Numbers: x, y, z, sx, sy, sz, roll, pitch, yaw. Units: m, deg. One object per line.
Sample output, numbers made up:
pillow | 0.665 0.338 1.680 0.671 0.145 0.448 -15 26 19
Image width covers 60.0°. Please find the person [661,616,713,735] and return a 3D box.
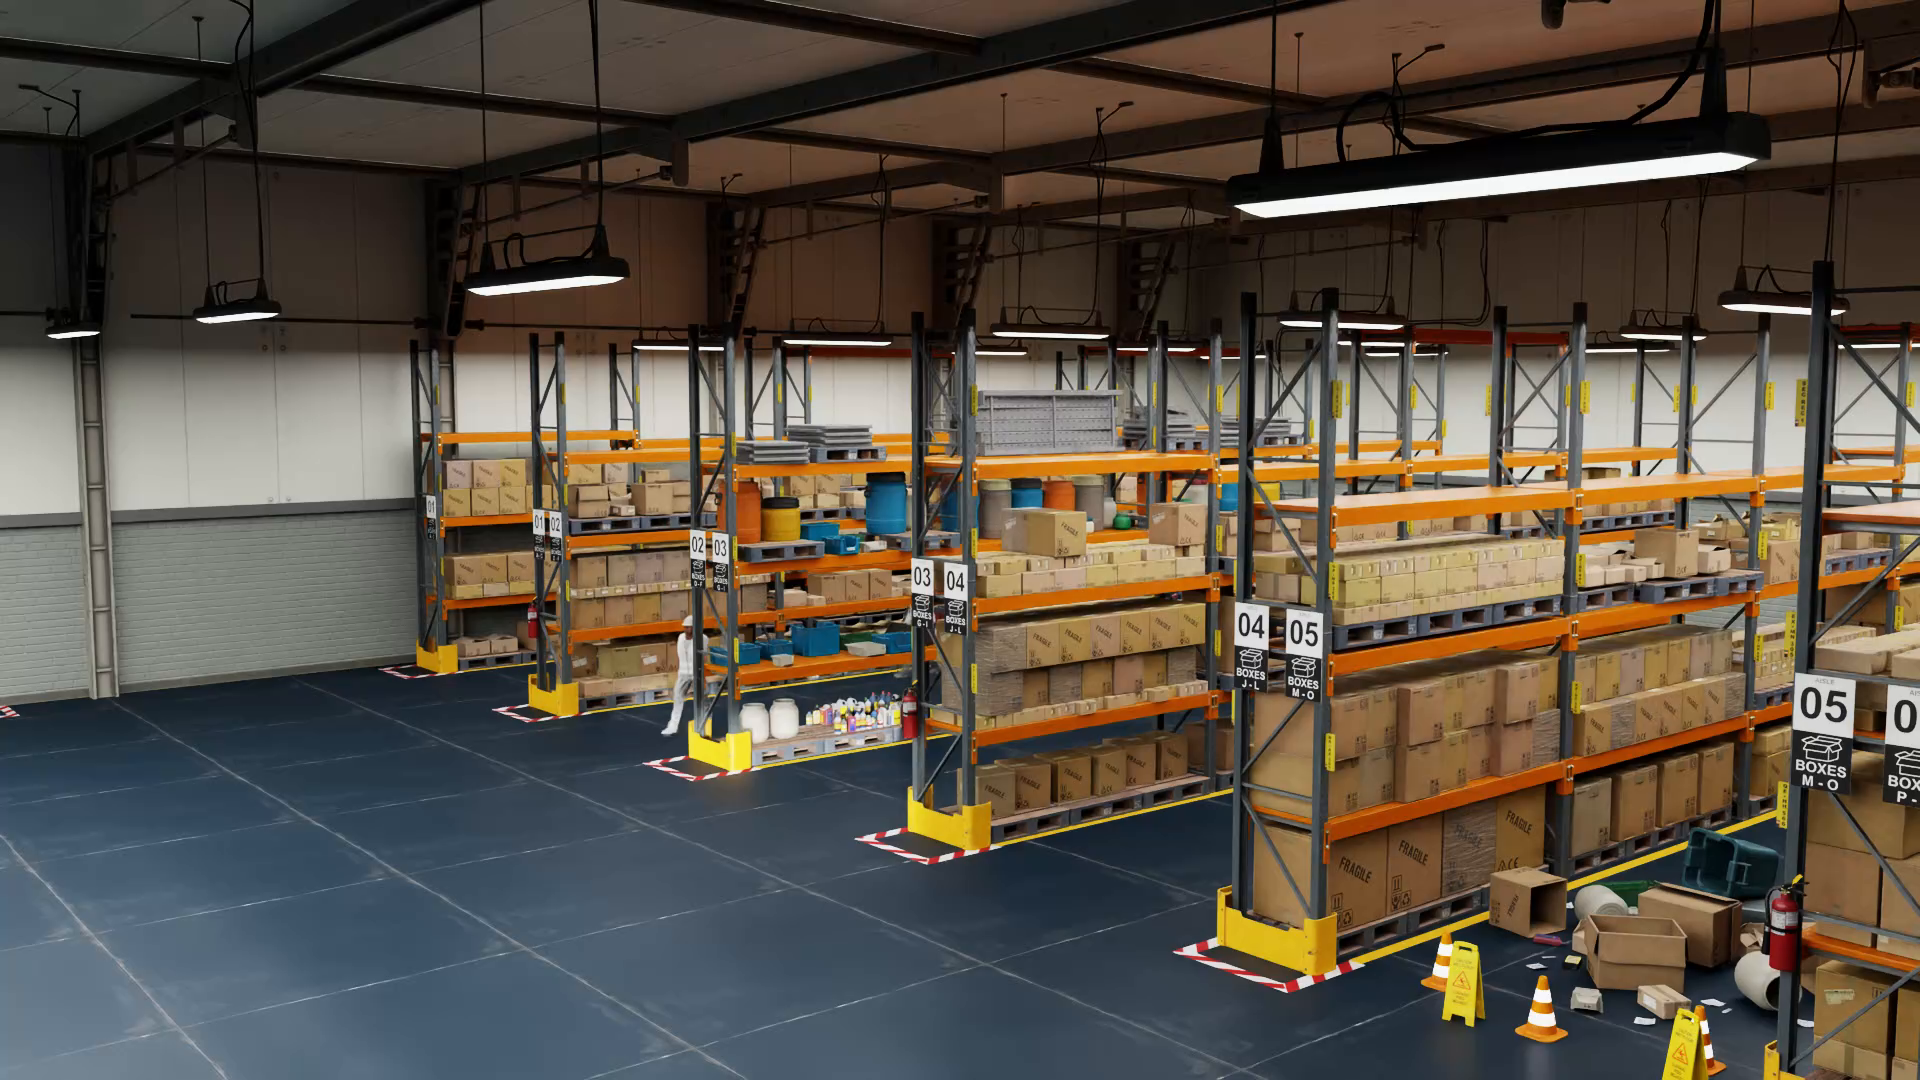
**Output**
person | -4.016 1.985 24.724 0.574 1.723 0.993 2 6 16

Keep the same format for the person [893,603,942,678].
person | -0.720 1.523 28.089 1.057 1.562 0.475 -3 6 -31

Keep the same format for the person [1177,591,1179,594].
person | 4.758 1.192 33.976 0.696 1.666 0.708 -3 6 -30
